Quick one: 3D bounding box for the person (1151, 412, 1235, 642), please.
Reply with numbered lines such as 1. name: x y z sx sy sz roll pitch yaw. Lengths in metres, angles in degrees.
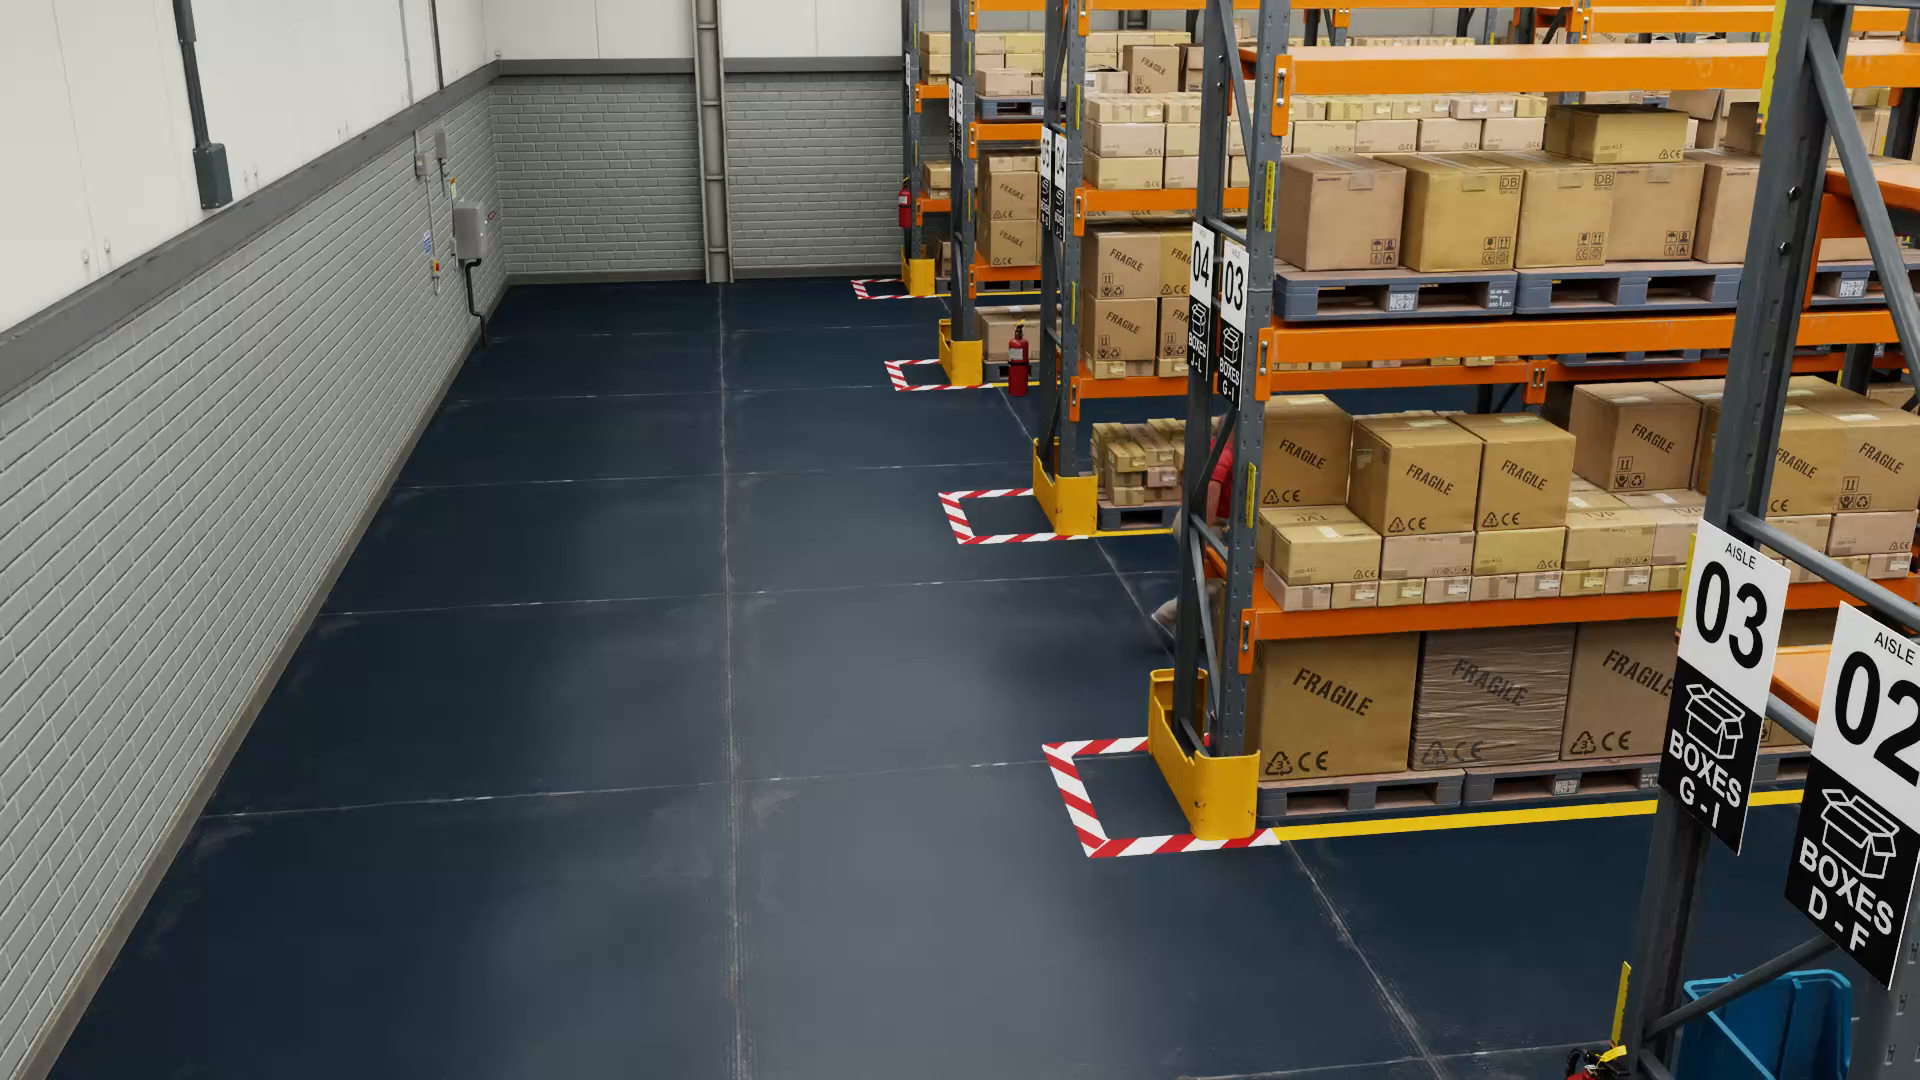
1. person: 1.640 -0.066 11.442 0.711 1.619 0.734 -4 20 -12
